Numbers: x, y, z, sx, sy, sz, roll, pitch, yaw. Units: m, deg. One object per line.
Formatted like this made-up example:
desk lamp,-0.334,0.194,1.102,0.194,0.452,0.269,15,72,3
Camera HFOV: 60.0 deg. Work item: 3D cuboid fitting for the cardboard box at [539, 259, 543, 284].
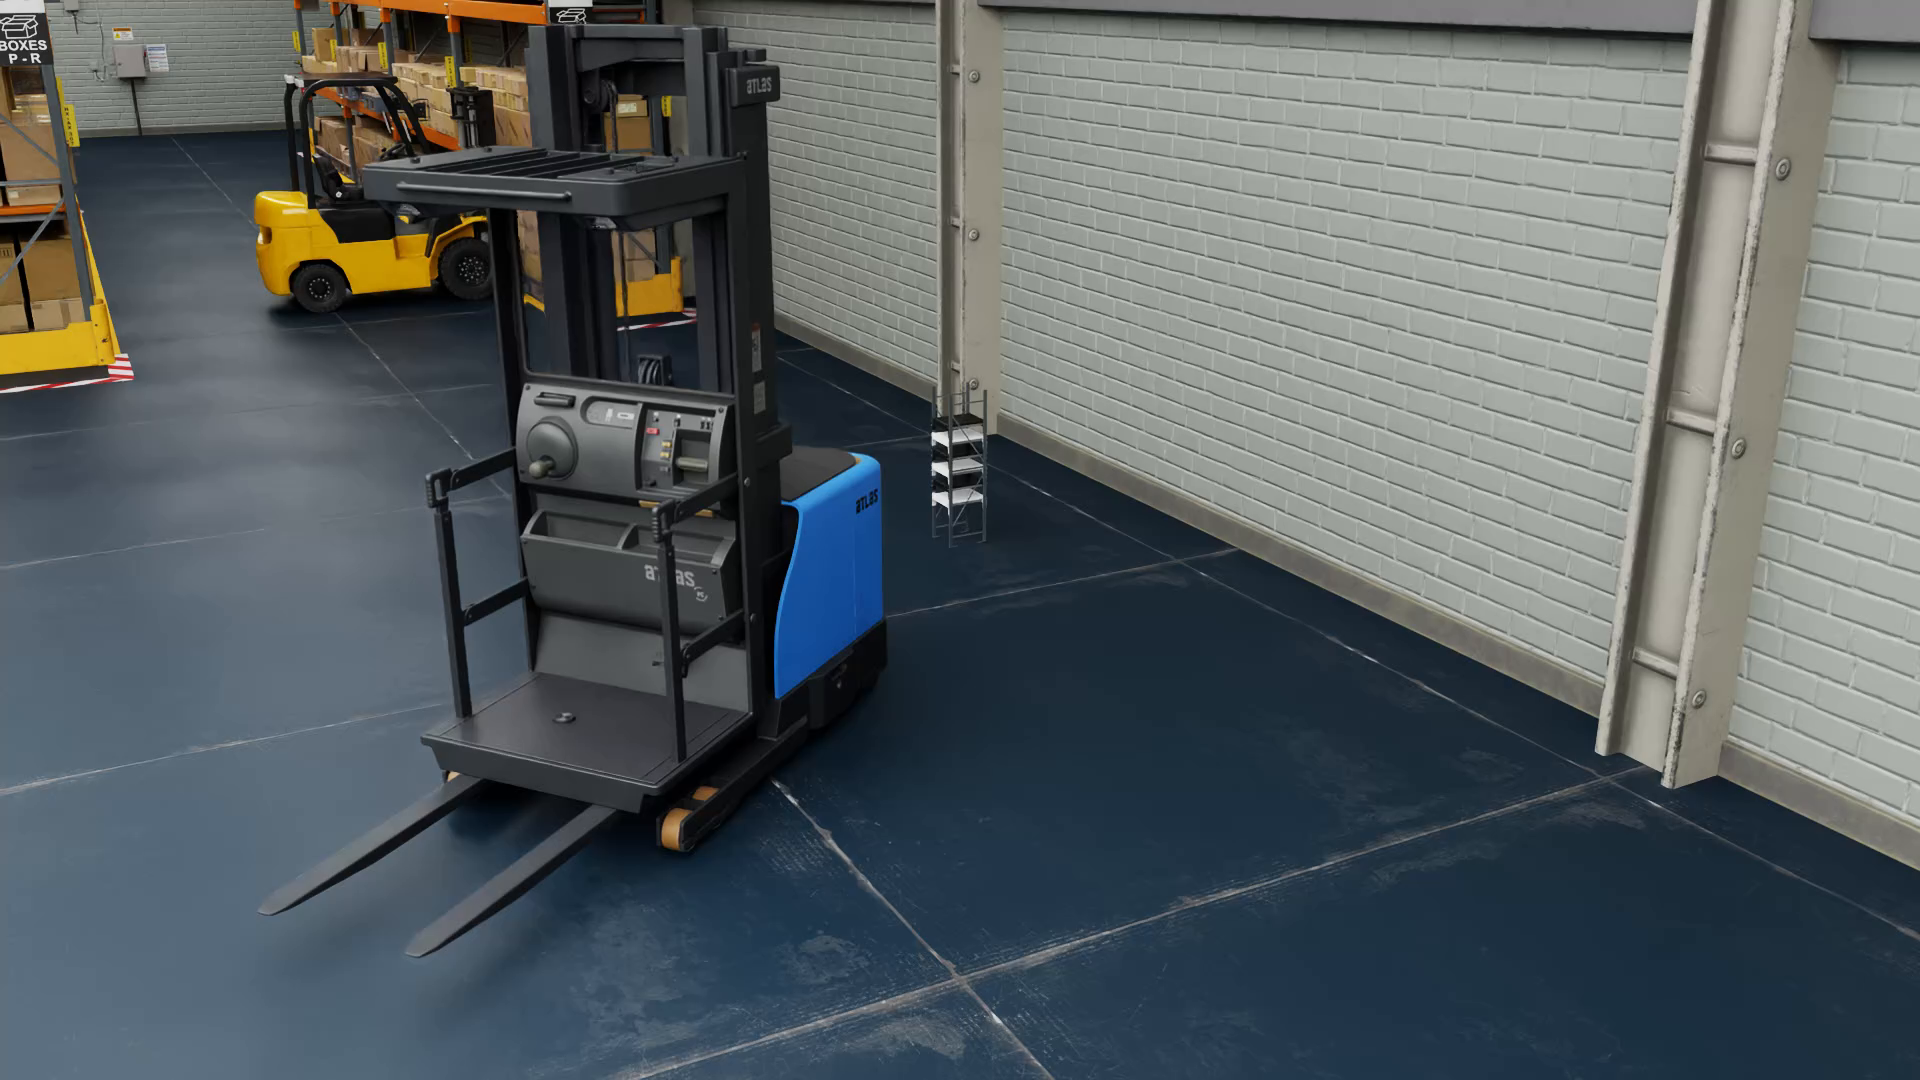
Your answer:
cardboard box,-3.749,-2.582,16.086,0.500,0.250,0.500,-10,21,-26

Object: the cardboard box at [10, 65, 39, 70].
cardboard box,-9.426,-4.858,16.864,0.380,0.149,0.250,-10,21,-27

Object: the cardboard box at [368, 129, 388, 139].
cardboard box,-8.537,-6.005,24.629,0.380,0.149,0.250,-10,22,-28

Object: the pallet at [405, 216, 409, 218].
pallet,-6.690,-4.333,21.865,1.003,0.211,1.213,-10,21,-27

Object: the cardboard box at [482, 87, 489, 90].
cardboard box,-4.780,-4.664,17.403,0.380,0.149,0.250,-10,22,-27

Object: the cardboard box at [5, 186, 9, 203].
cardboard box,-7.726,-2.908,13.846,0.380,0.149,0.250,-10,21,-26

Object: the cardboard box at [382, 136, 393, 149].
cardboard box,-7.952,-5.630,23.542,0.380,0.149,0.250,-10,22,-27

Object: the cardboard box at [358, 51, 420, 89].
cardboard box,-7.985,-6.581,23.302,0.797,0.503,0.637,-11,22,-28

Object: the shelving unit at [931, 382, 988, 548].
shelving unit,-0.004,-0.428,9.491,0.258,0.900,0.210,-10,21,-27

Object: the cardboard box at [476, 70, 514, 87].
cardboard box,-4.893,-4.879,17.570,0.380,0.149,0.250,-9,21,-25

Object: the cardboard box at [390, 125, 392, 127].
cardboard box,-8.518,-6.304,25.496,0.380,0.149,0.250,-11,22,-29

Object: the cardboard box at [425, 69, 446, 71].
cardboard box,-6.324,-5.682,20.351,0.380,0.149,0.250,-10,21,-27

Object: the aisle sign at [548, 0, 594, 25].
aisle sign,-3.475,-4.761,14.846,0.394,0.787,0.004,-10,21,-27

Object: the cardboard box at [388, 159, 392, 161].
cardboard box,-7.665,-5.144,23.128,0.500,0.500,0.500,-10,22,-27

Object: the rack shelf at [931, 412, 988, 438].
rack shelf,-0.004,-0.651,9.414,0.258,0.077,0.200,-10,21,-27

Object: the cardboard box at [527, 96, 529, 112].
cardboard box,-3.984,-4.233,16.151,0.380,0.149,0.250,-10,21,-27

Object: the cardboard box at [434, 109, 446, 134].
cardboard box,-5.861,-4.922,19.526,0.500,0.250,0.500,-10,21,-27

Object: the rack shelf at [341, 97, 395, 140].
rack shelf,-7.997,-6.127,23.893,1.077,0.370,4.000,-10,21,-27

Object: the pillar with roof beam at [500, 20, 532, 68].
pillar with roof beam,-9.423,-7.828,18.521,9.100,9.000,0.400,-10,21,-27

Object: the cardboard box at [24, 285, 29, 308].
cardboard box,-8.728,-2.215,15.024,0.500,0.250,0.500,-11,22,-29

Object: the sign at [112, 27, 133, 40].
sign,-16.140,-9.760,32.051,0.339,0.242,0.001,-10,21,-27

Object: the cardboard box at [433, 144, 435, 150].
cardboard box,-7.123,-5.495,23.152,0.380,0.149,0.250,-9,21,-25

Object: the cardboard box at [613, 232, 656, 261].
cardboard box,-3.289,-2.899,16.239,0.500,0.250,0.500,-10,21,-26

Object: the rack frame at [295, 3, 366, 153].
rack frame,-10.846,-8.190,28.767,1.000,3.000,0.127,-10,21,-27

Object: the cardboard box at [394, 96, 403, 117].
cardboard box,-7.051,-5.657,21.658,0.500,0.250,0.500,-10,21,-26

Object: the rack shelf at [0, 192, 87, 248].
rack shelf,-8.564,-3.061,15.007,1.077,0.370,4.000,-10,21,-27

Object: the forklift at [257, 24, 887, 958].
forklift,-1.390,-0.371,6.214,1.130,2.935,3.031,8,21,22

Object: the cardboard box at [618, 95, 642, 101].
cardboard box,-3.220,-4.221,15.661,0.380,0.149,0.250,-10,22,-28

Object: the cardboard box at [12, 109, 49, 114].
cardboard box,-8.087,-3.488,14.532,0.500,0.500,0.500,-10,22,-28

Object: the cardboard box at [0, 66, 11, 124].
cardboard box,-8.049,-3.600,13.324,0.700,0.500,0.500,-11,22,-28

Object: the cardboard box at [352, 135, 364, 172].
cardboard box,-8.915,-5.885,25.276,0.500,0.500,0.500,-9,21,-24

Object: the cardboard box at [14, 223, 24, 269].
cardboard box,-8.962,-2.716,15.327,0.500,0.500,0.500,-9,21,-24

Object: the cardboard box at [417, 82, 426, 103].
cardboard box,-6.317,-5.454,20.302,0.500,0.250,0.500,-10,21,-26

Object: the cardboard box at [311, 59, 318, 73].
cardboard box,-10.384,-7.798,27.405,0.500,0.250,0.500,-10,22,-28

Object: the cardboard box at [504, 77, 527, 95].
cardboard box,-4.298,-4.512,16.506,0.380,0.149,0.250,-10,21,-26

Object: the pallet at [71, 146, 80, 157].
pallet,-9.749,-4.126,17.286,1.003,0.211,1.213,-10,21,-27

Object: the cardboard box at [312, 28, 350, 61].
cardboard box,-10.155,-8.012,26.875,0.500,0.500,0.500,-9,21,-25

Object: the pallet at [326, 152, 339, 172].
pallet,-9.855,-6.271,27.483,1.003,0.211,1.213,-10,21,-27

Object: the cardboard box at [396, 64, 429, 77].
cardboard box,-7.027,-6.034,21.371,0.380,0.149,0.250,-9,21,-25

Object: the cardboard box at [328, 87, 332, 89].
cardboard box,-9.854,-7.266,26.475,0.380,0.149,0.250,-10,22,-27

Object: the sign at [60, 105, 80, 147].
sign,-7.137,-3.320,13.328,0.100,0.325,0.005,-10,21,-27

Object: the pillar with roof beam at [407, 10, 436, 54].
pillar with roof beam,-12.272,-9.550,23.513,9.100,9.000,0.400,-10,21,-27

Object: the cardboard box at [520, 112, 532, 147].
cardboard box,-3.951,-3.895,16.168,0.500,0.500,0.500,-9,21,-25

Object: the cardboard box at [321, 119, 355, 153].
cardboard box,-10.267,-6.765,27.827,0.700,0.500,0.500,-9,21,-24

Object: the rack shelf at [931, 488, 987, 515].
rack shelf,-0.004,-0.226,9.561,0.258,0.077,0.200,-10,21,-27

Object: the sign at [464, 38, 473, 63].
sign,-6.560,-6.528,22.175,0.100,0.325,0.005,-10,21,-27

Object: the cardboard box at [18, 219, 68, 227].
cardboard box,-8.249,-2.656,15.152,0.500,0.500,0.500,-10,21,-26
